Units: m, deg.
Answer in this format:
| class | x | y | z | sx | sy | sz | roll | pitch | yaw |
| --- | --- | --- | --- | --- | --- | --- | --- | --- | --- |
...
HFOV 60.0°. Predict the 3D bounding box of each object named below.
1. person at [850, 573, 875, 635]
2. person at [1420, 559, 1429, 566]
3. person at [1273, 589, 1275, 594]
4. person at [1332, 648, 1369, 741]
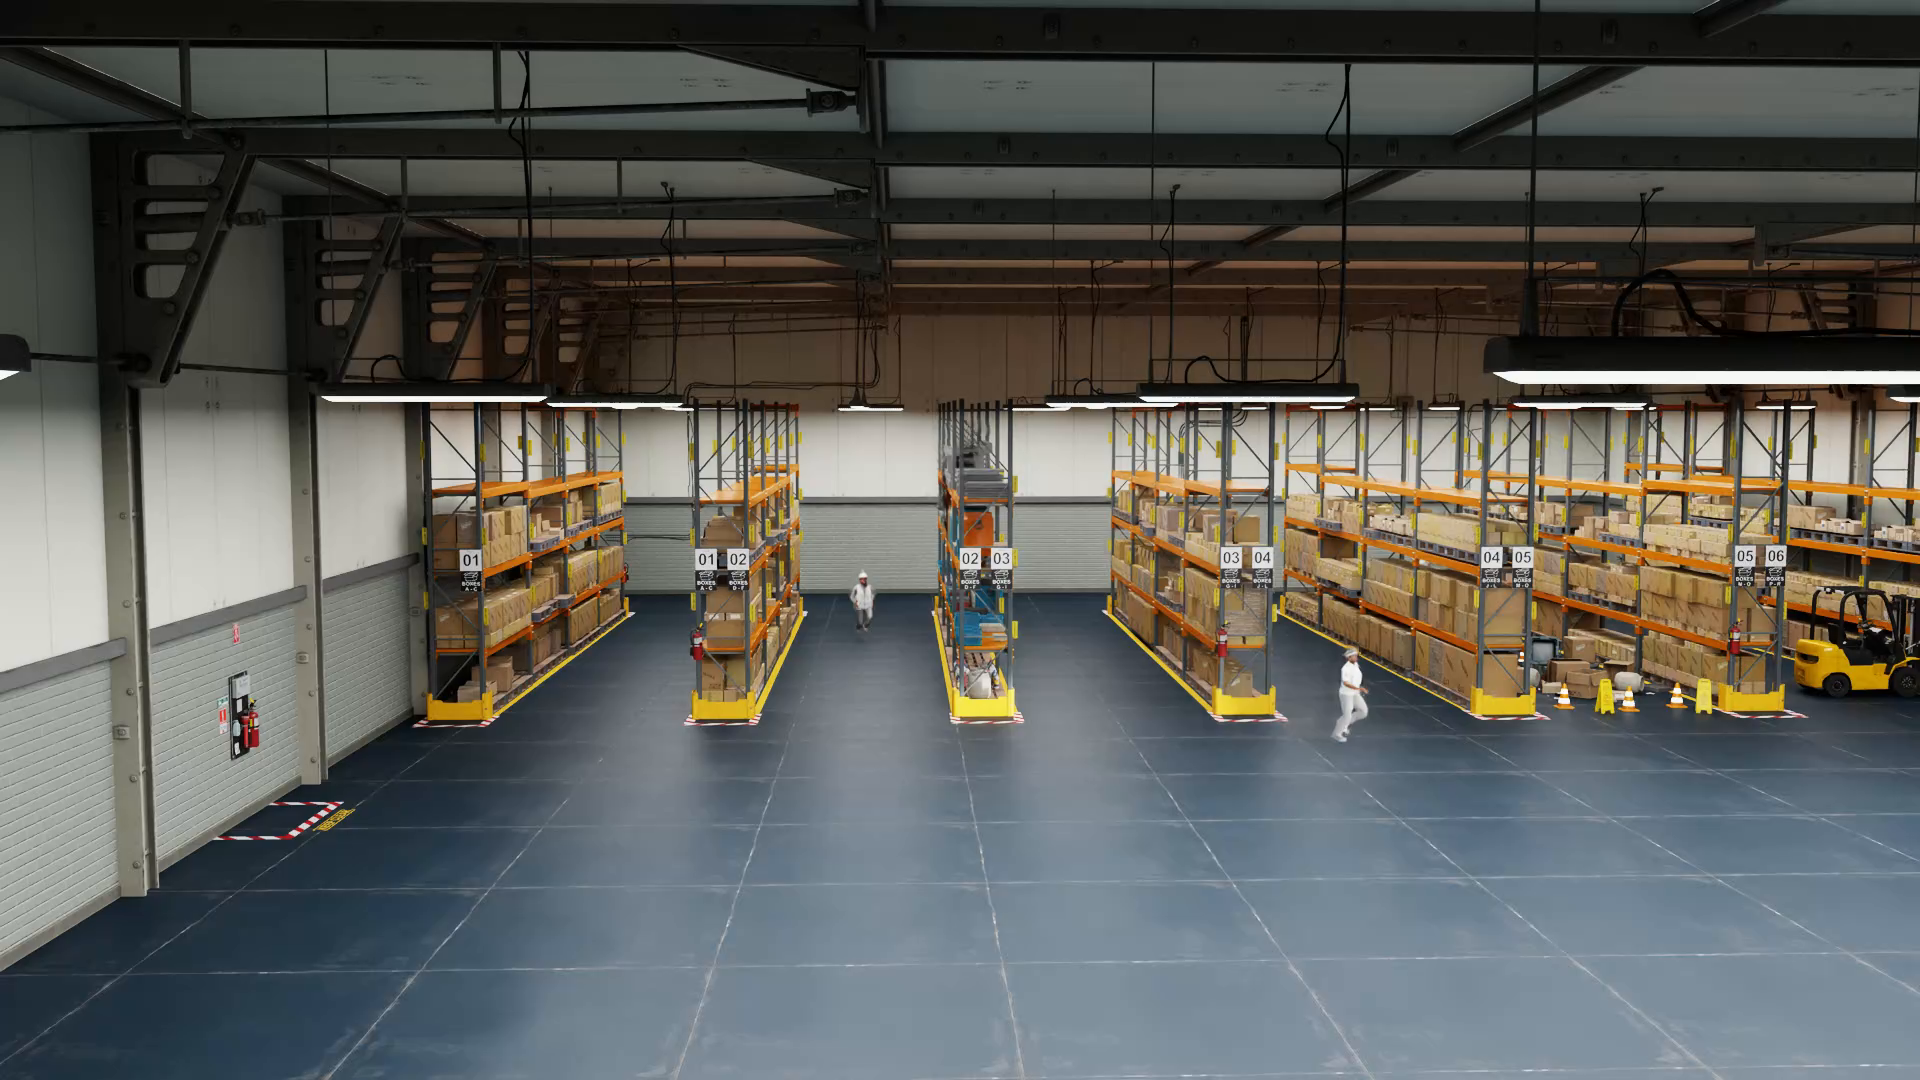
| class | x | y | z | sx | sy | sz | roll | pitch | yaw |
| --- | --- | --- | --- | --- | --- | --- | --- | --- | --- |
| person | -2.414 | 1.623 | 41.694 | 0.661 | 1.603 | 0.847 | -1 | 5 | -17 |
| person | 13.715 | 1.122 | 49.289 | 0.913 | 1.766 | 0.740 | 1 | 4 | 11 |
| person | 8.280 | 1.410 | 45.416 | 0.661 | 1.731 | 0.633 | 0 | 4 | -6 |
| person | 6.859 | 2.692 | 29.045 | 0.698 | 1.652 | 0.600 | 4 | 6 | 44 |
